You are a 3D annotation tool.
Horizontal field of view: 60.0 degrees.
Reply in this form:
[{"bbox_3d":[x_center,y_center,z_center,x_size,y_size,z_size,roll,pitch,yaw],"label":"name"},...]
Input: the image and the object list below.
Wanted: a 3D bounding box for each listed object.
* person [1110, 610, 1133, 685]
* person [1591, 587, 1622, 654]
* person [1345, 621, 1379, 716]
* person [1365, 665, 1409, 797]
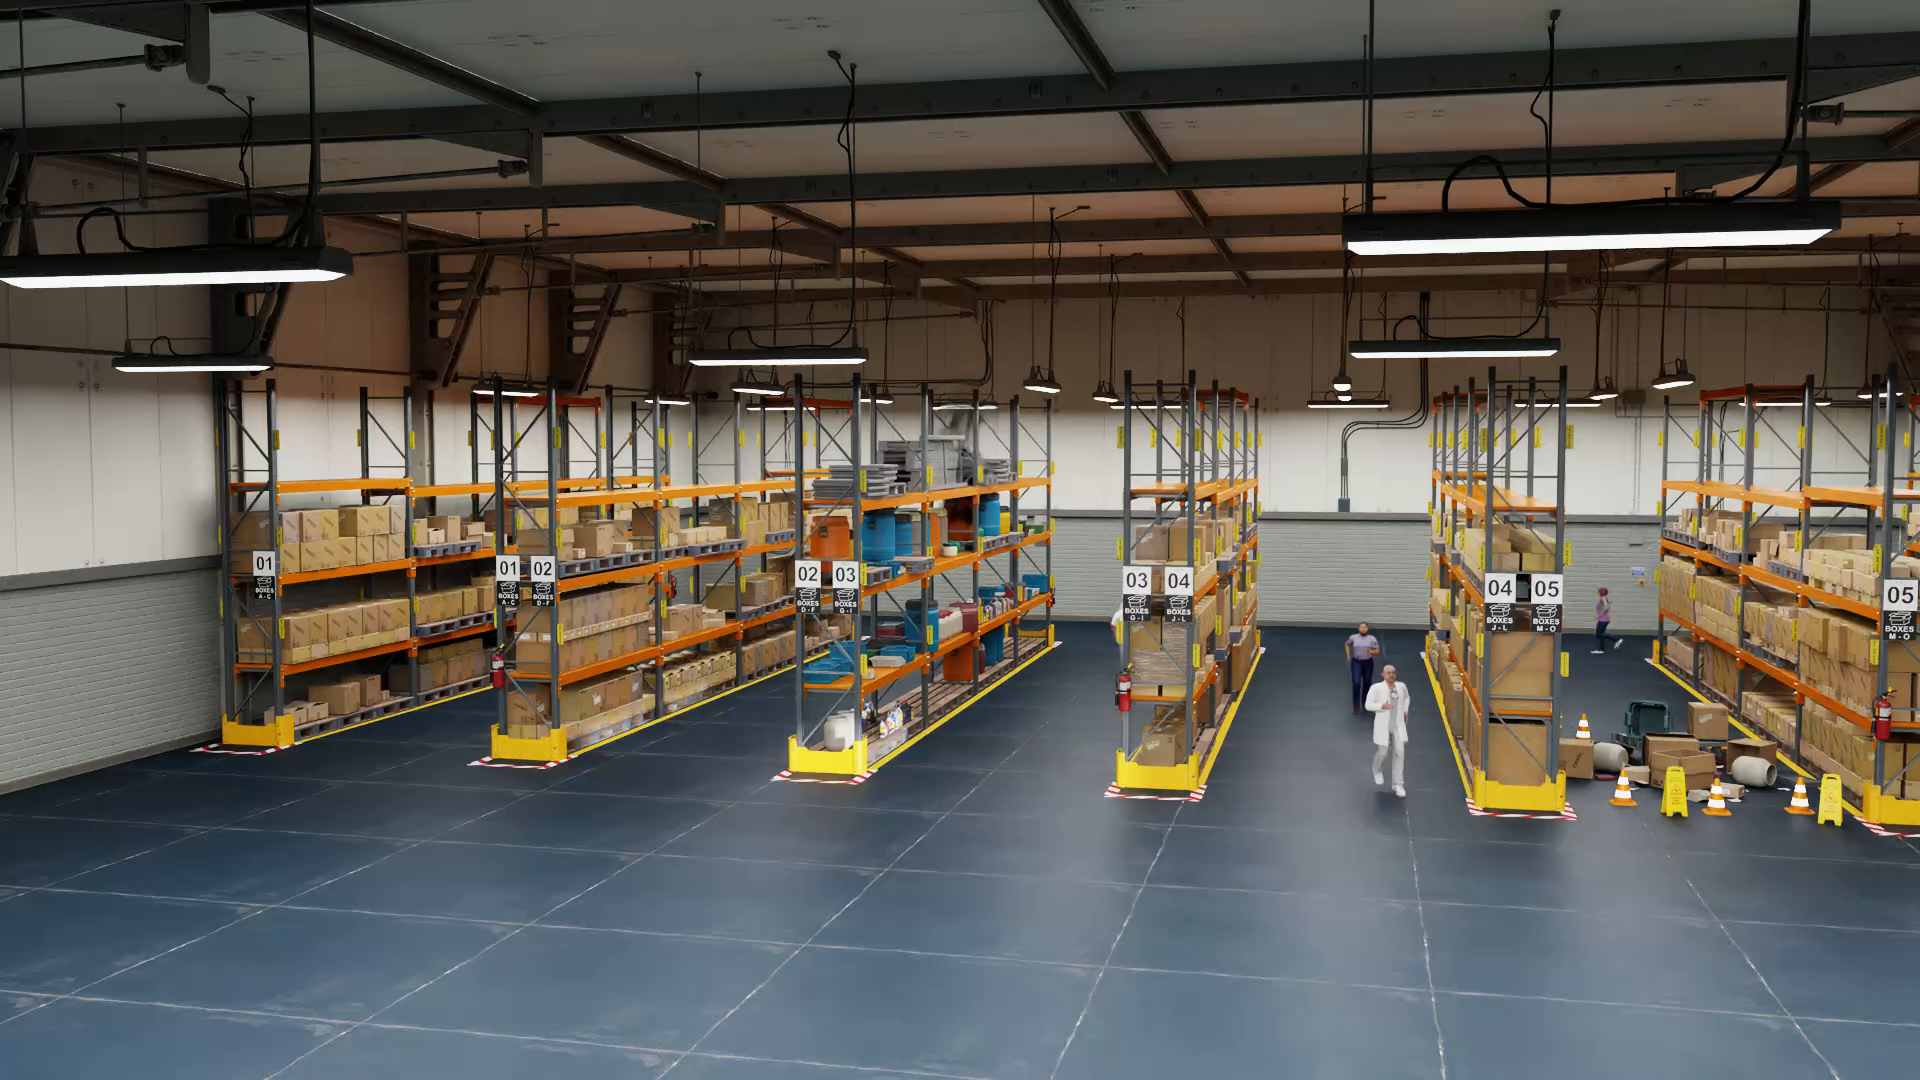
[{"bbox_3d":[3.228,1.936,31.897,0.696,1.735,0.558,0,3,7],"label":"person"},{"bbox_3d":[15.084,1.888,38.749,0.677,1.577,0.539,1,4,23],"label":"person"},{"bbox_3d":[7.394,2.353,30.563,0.582,1.695,0.758,0,3,7],"label":"person"},{"bbox_3d":[6.089,2.664,23.584,0.705,1.780,1.009,0,3,-2],"label":"person"}]
